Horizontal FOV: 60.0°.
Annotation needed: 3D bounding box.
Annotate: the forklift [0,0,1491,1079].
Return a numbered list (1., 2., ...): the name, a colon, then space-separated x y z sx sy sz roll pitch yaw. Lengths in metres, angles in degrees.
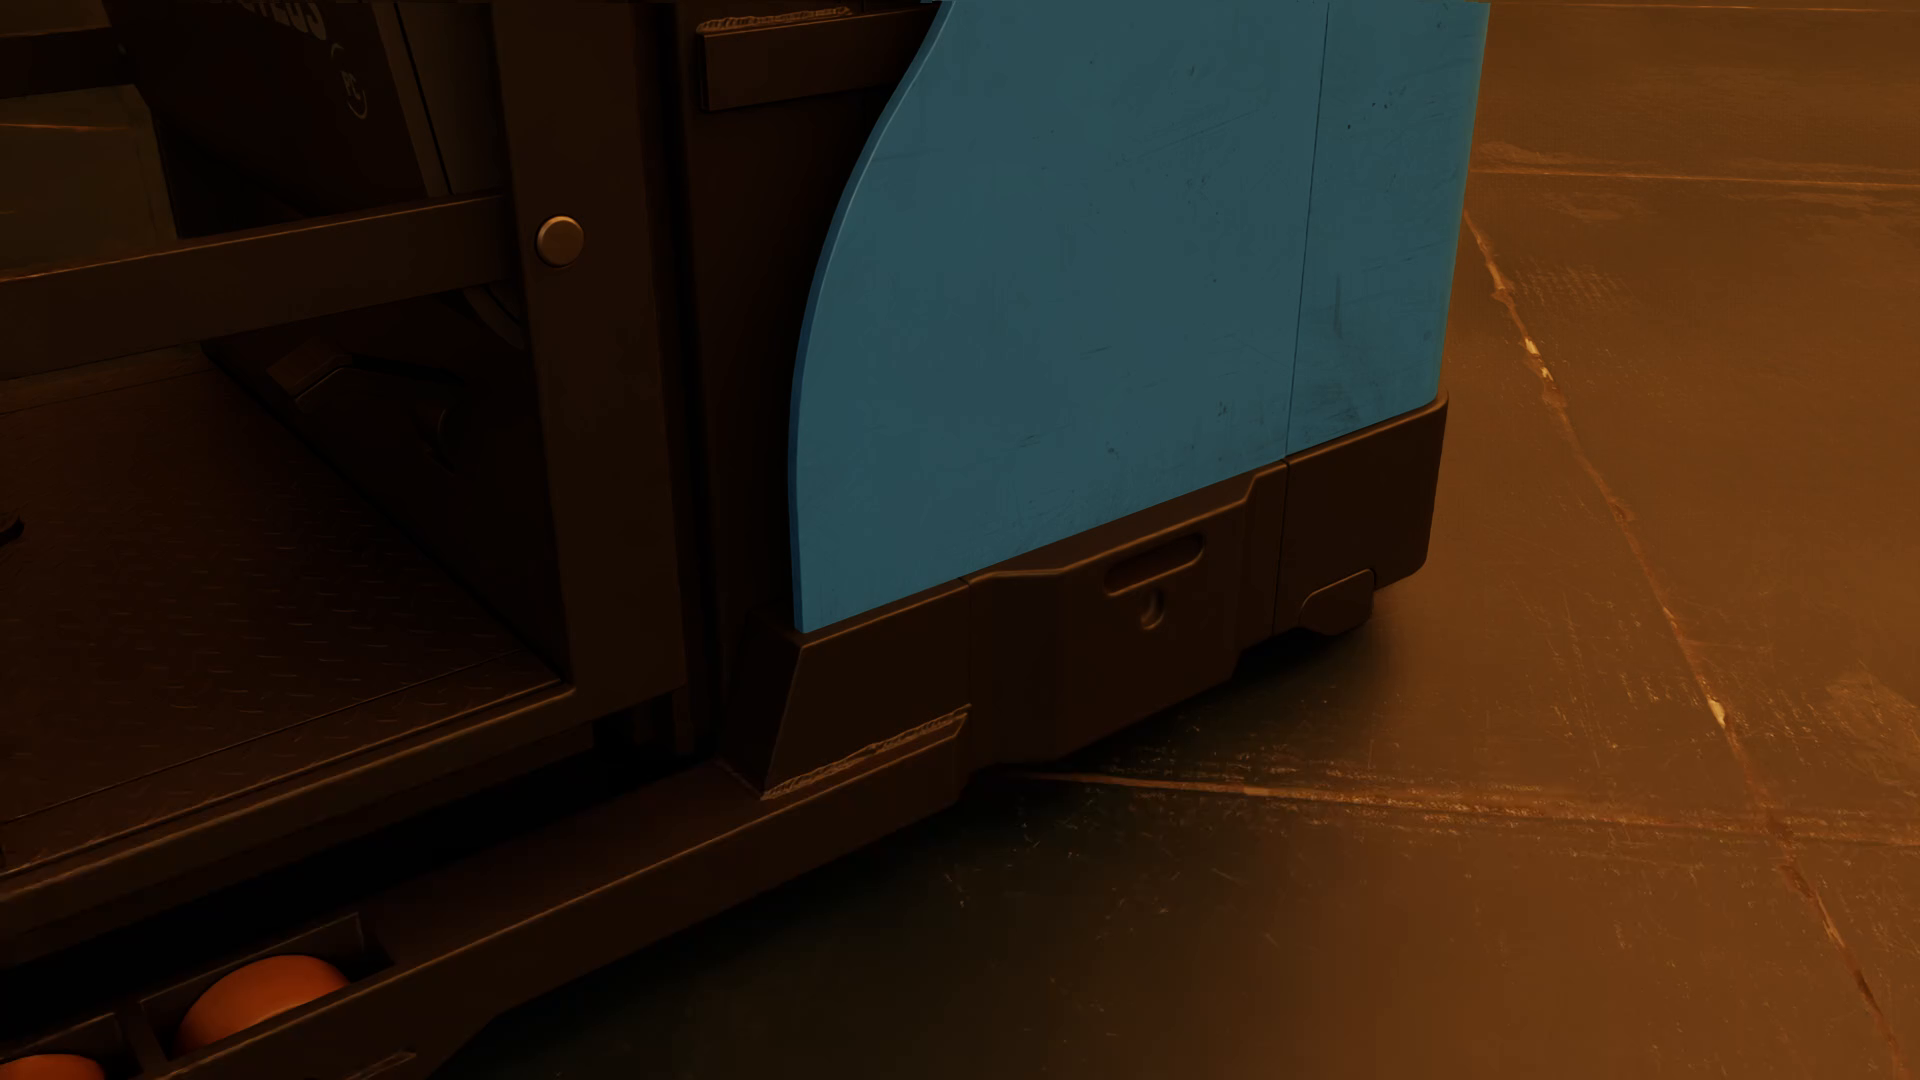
1. forklift: -0.825 -0.994 1.210 3.031 2.935 1.130 -19 32 -34
